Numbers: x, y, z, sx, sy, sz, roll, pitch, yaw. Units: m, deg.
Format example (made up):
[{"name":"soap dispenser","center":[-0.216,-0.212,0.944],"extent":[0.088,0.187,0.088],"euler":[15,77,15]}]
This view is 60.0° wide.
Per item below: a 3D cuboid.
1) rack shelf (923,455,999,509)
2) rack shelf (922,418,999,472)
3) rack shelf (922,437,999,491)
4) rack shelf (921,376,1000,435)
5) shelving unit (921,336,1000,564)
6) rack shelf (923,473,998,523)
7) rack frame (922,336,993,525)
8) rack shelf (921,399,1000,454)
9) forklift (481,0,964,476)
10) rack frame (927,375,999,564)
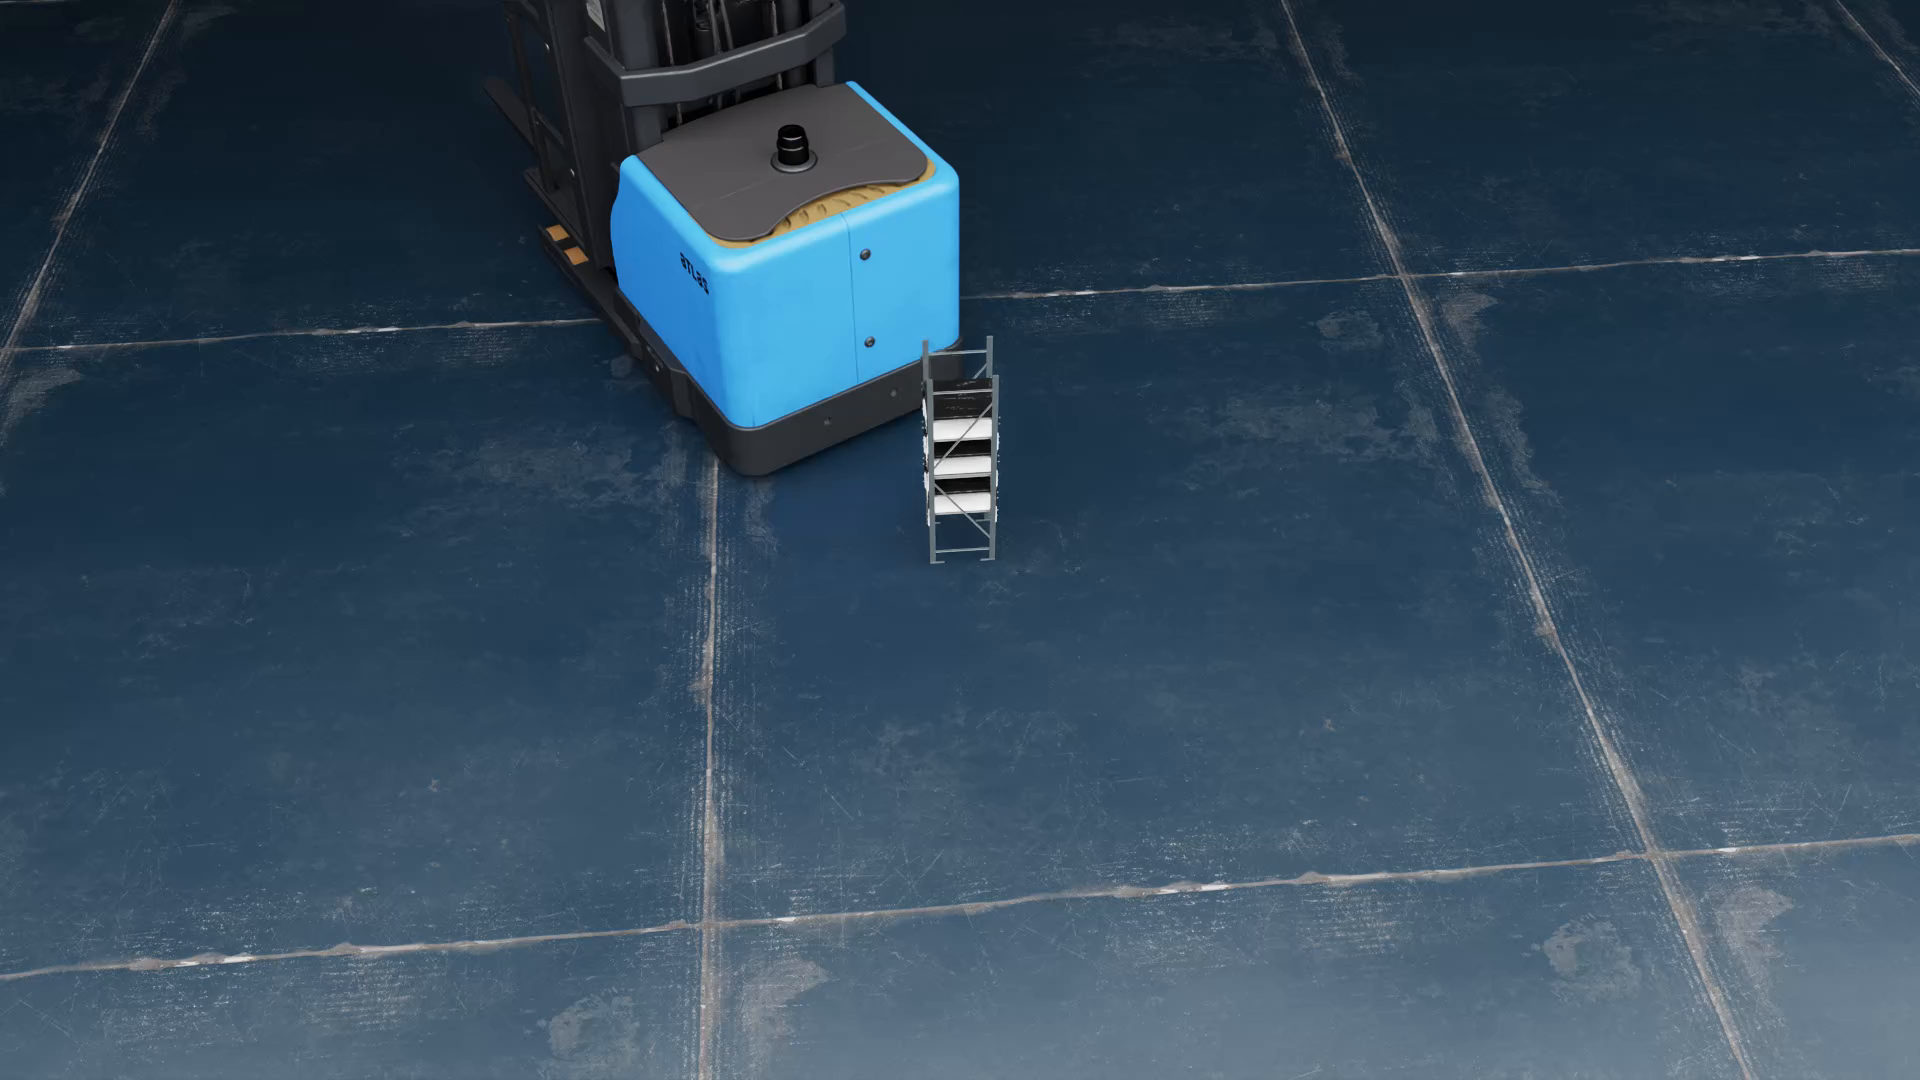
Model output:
[{"name":"rack shelf","center":[0.001,-0.219,6.007],"extent":[0.258,0.077,0.200],"euler":[-3,47,-3]},{"name":"rack shelf","center":[0.001,-0.343,5.877],"extent":[0.258,0.077,0.200],"euler":[-3,47,-3]},{"name":"rack shelf","center":[0.001,-0.281,5.942],"extent":[0.258,0.077,0.200],"euler":[-3,47,-3]},{"name":"rack shelf","center":[0.001,-0.466,5.746],"extent":[0.258,0.077,0.200],"euler":[-3,47,-3]},{"name":"shelving unit","center":[0.001,-0.304,5.918],"extent":[0.258,0.900,0.210],"euler":[-3,47,-3]},{"name":"rack shelf","center":[0.001,-0.157,6.073],"extent":[0.258,0.077,0.200],"euler":[-3,47,-3]},{"name":"rack frame","center":[-0.008,-0.377,5.987],"extent":[0.240,0.900,0.006],"euler":[-3,47,-3]},{"name":"rack shelf","center":[0.001,-0.404,5.811],"extent":[0.258,0.077,0.200],"euler":[-3,47,-3]},{"name":"forklift","center":[-1.213,-2.302,6.411],"extent":[1.130,2.935,3.031],"euler":[-25,52,-22]},{"name":"rack frame","center":[0.009,-0.230,5.848],"extent":[0.240,0.900,0.006],"euler":[-3,47,-3]}]
